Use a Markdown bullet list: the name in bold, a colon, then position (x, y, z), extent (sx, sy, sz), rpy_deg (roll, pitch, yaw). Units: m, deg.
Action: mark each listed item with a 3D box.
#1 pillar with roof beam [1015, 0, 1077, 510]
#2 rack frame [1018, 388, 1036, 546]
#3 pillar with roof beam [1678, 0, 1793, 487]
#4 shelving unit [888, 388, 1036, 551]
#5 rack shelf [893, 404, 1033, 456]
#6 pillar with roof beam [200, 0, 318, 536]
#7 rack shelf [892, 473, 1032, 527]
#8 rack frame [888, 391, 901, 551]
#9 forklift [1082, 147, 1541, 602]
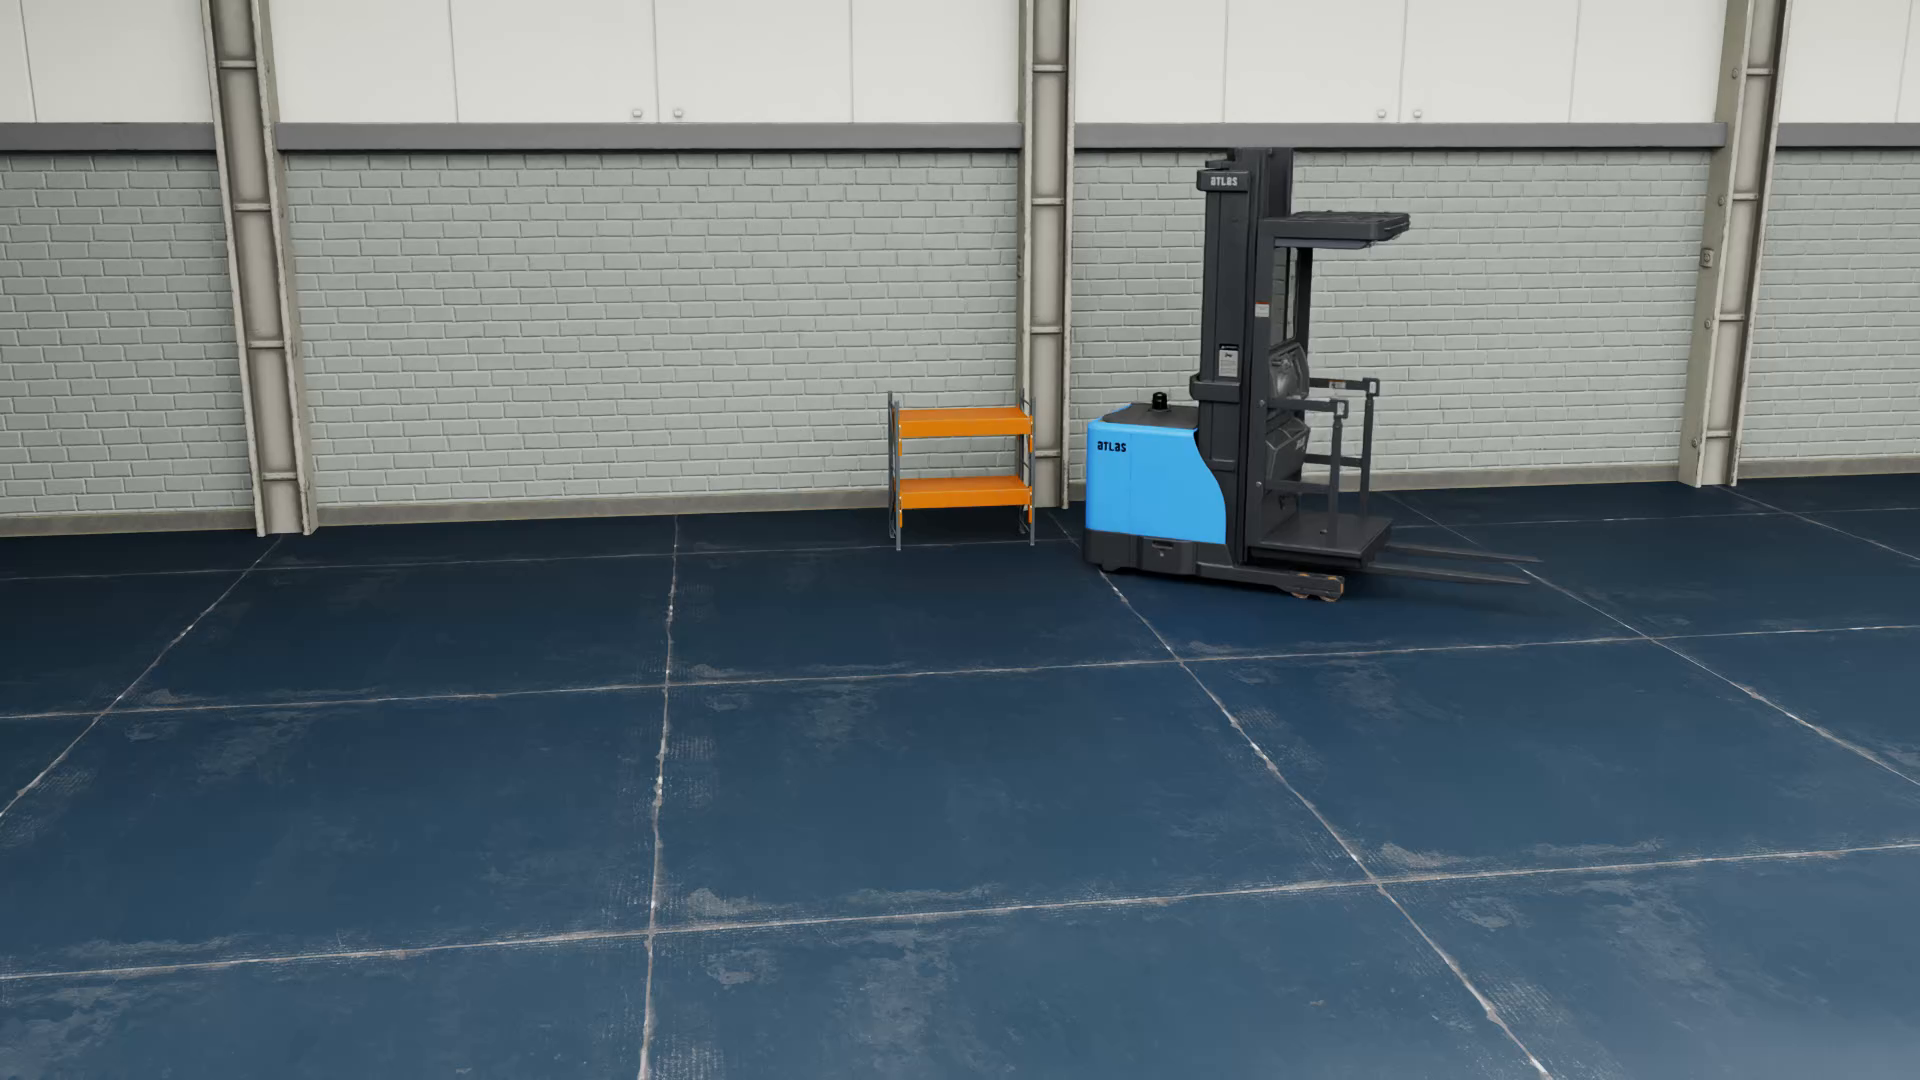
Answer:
- **pillar with roof beam**: position (1.321, -3.618, 8.650), extent (0.400, 9.000, 9.100), rpy_deg (-2, 14, -8)
- **rack frame**: position (0.509, -0.564, 12.659), extent (0.032, 1.125, 0.500), rpy_deg (-2, 14, -8)
- **pillar with roof beam**: position (7.254, -3.836, 9.517), extent (0.400, 9.000, 9.100), rpy_deg (-2, 14, -8)
- **shelving unit**: position (0.007, -0.546, 12.586), extent (1.048, 1.125, 0.538), rpy_deg (-2, 14, -8)
- **rack shelf**: position (0.007, -0.830, 12.515), extent (1.000, 0.278, 0.538), rpy_deg (-2, 14, -8)
- **pillar with roof beam**: position (-4.612, -3.401, 7.783), extent (0.400, 9.000, 9.100), rpy_deg (-2, 14, -8)
- **rack shelf**: position (0.007, -0.309, 12.645), extent (1.000, 0.278, 0.538), rpy_deg (-2, 14, -8)
- **rack frame**: position (-0.496, -0.527, 12.513), extent (0.032, 1.125, 0.500), rpy_deg (-2, 14, -8)
- **forklift**: position (2.432, -1.157, 11.311), extent (3.031, 2.935, 1.130), rpy_deg (7, 16, 24)
